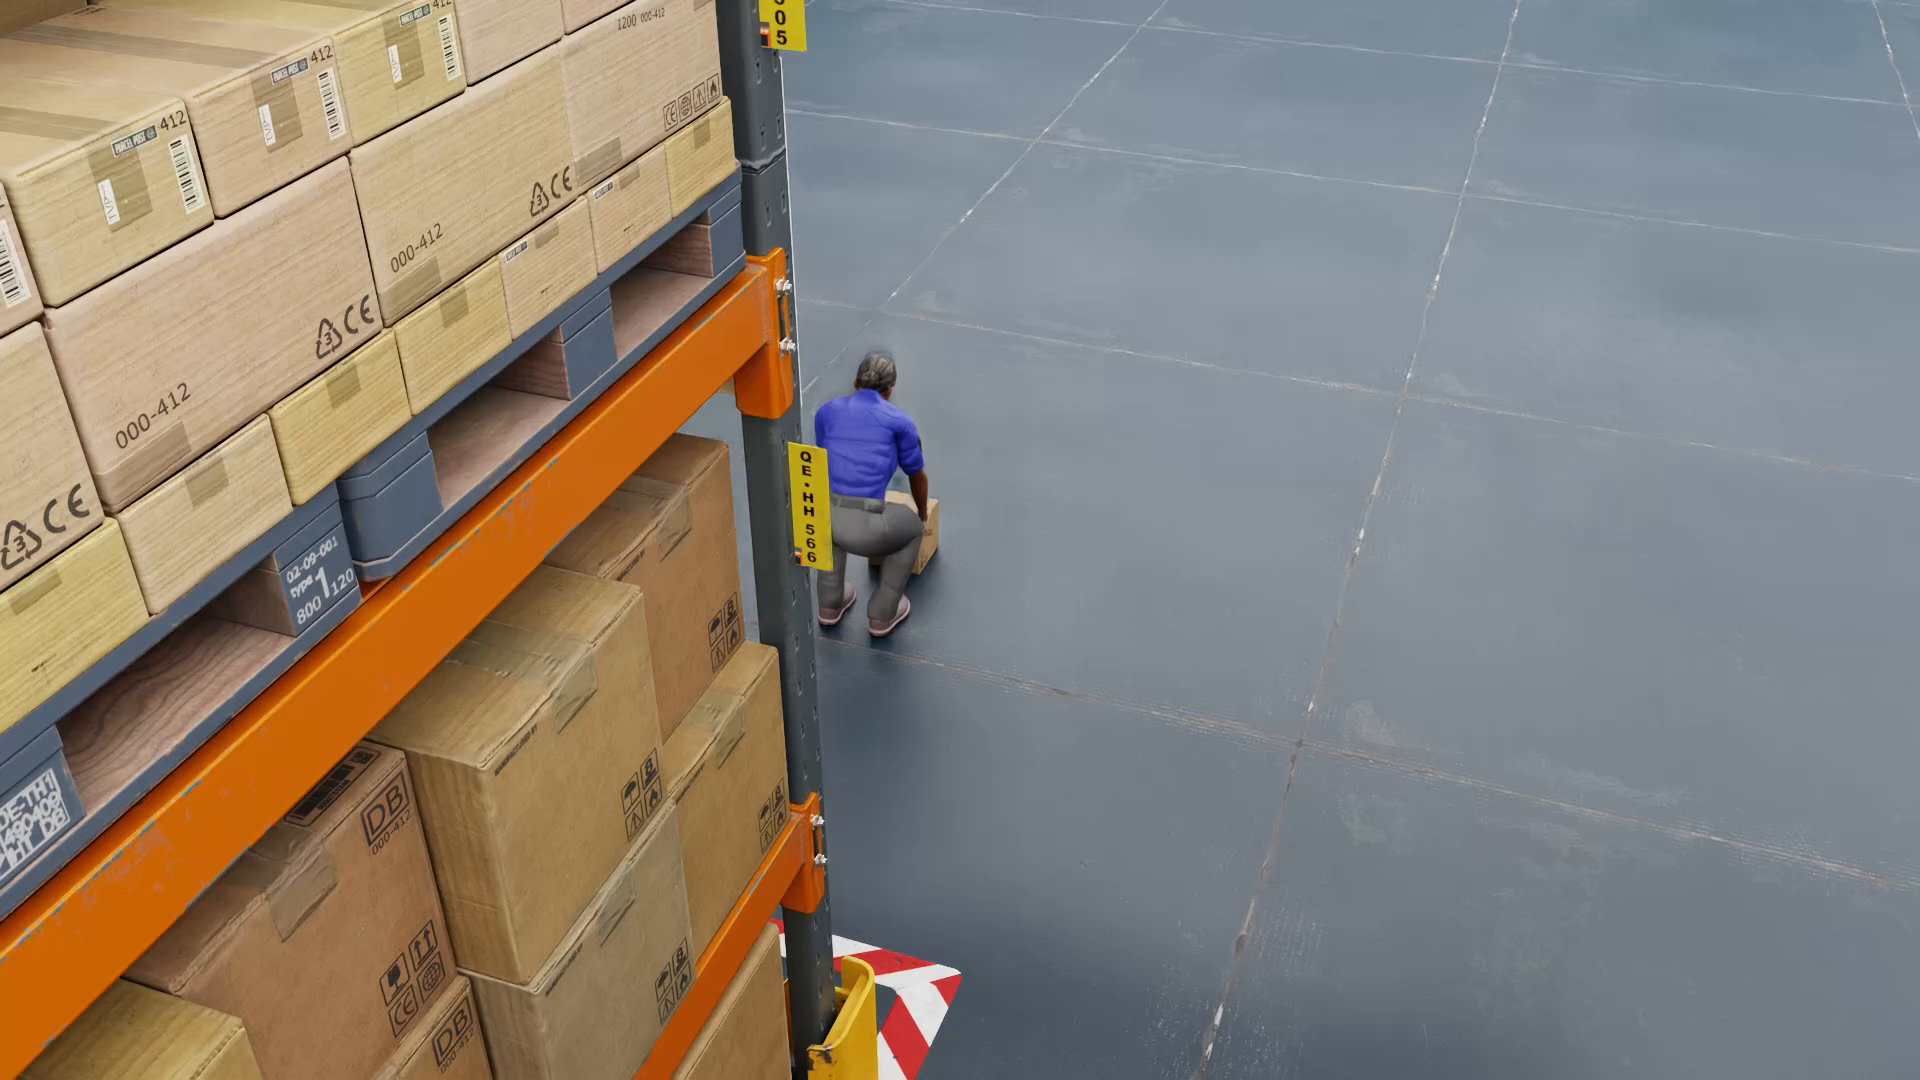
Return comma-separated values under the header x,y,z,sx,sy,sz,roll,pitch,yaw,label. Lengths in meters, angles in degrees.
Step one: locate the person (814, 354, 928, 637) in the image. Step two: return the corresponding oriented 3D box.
x,y,z,sx,sy,sz,roll,pitch,yaw,label
-0.417,-0.162,6.955,0.494,1.042,0.763,11,35,16,person
